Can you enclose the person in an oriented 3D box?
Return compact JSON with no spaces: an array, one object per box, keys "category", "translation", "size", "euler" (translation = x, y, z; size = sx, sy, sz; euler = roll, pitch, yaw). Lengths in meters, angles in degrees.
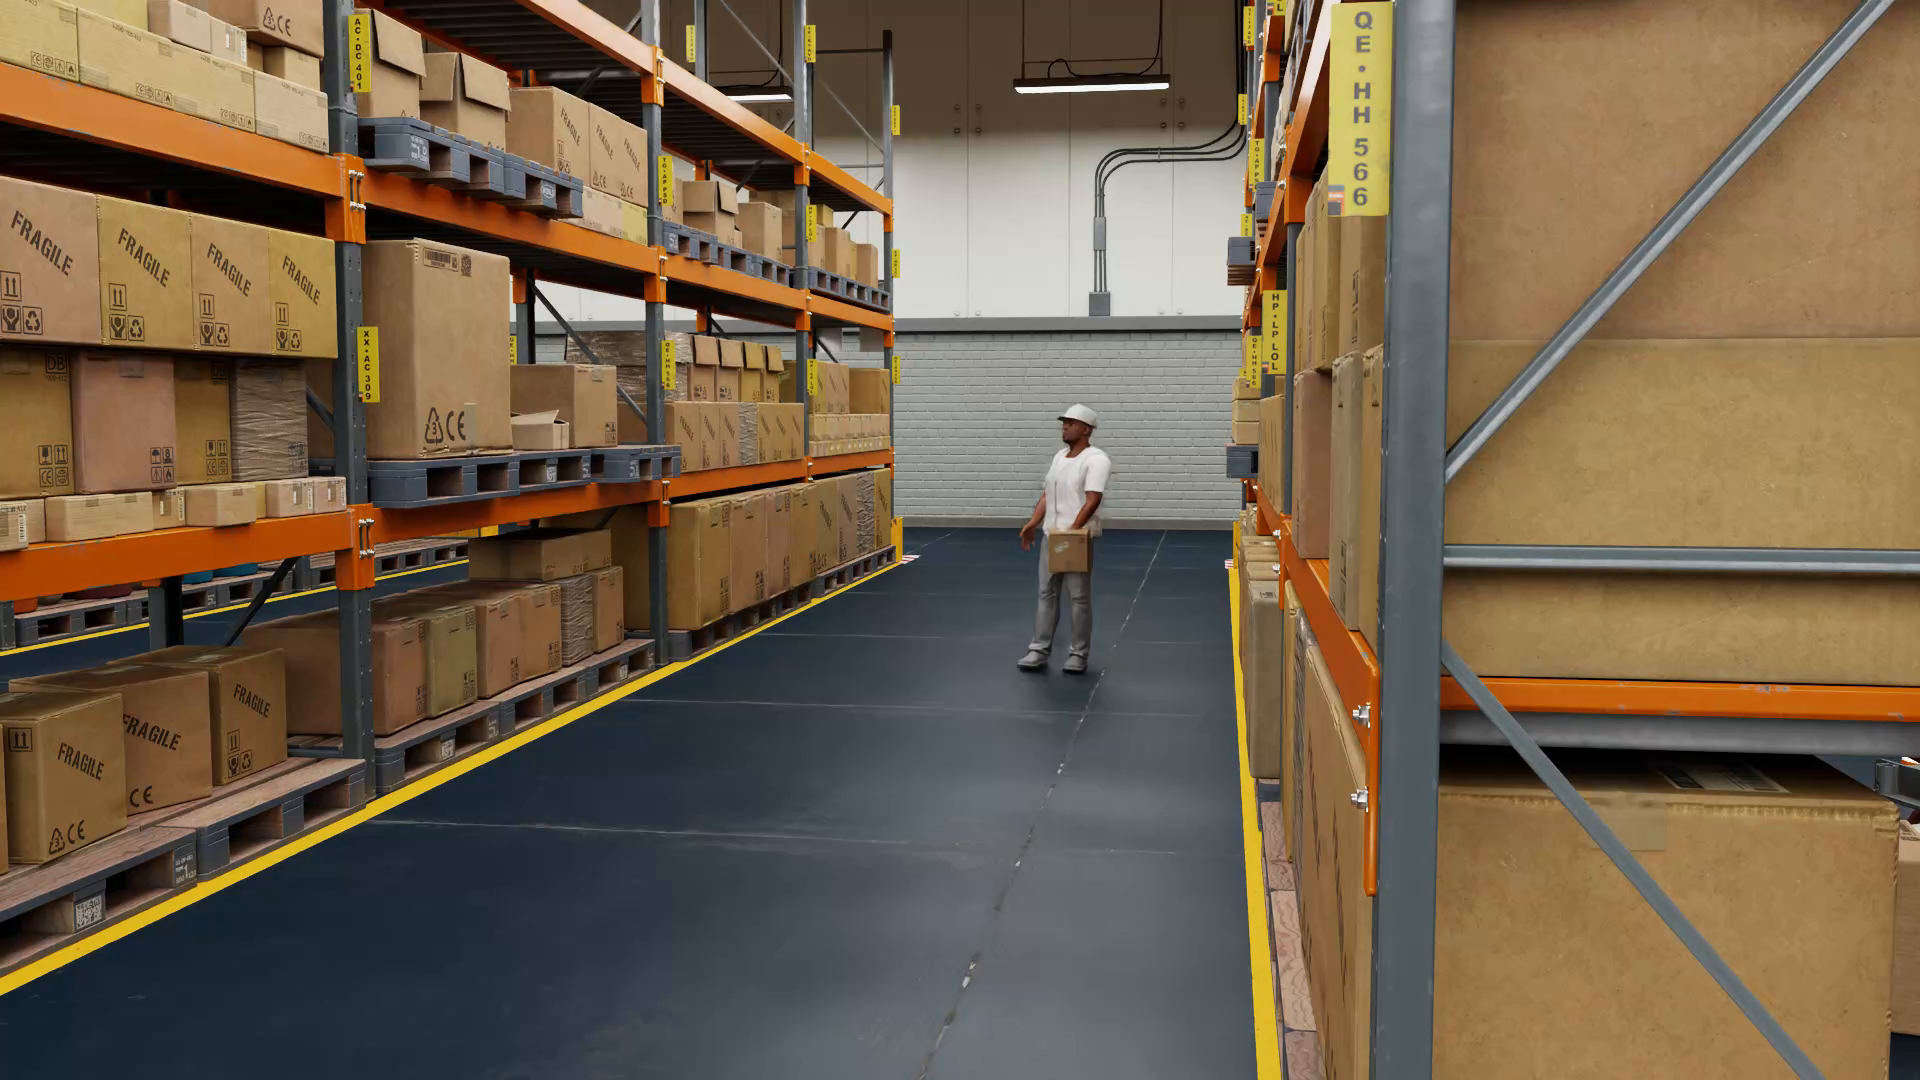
[{"category":"person","translation":[0.702,-0.014,11.085],"size":[0.551,1.771,0.553],"euler":[-3,6,-38]}]
